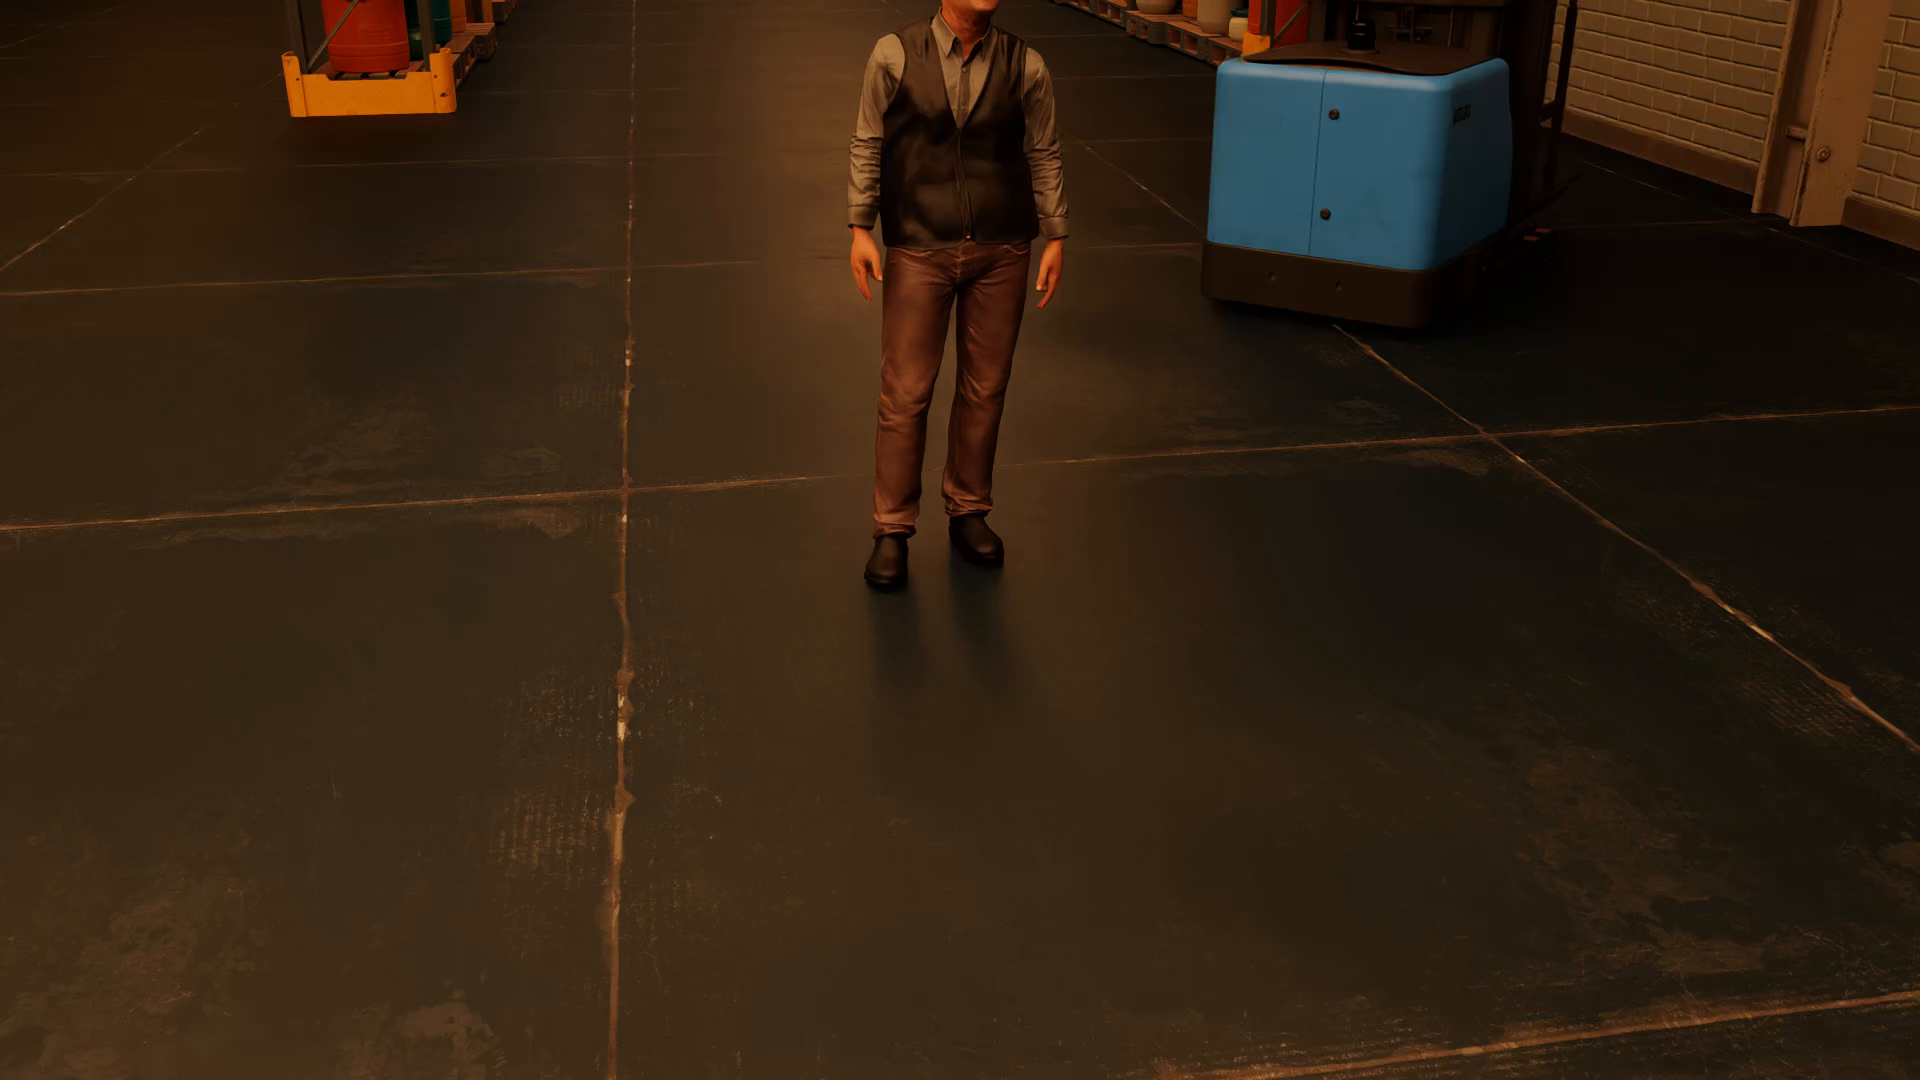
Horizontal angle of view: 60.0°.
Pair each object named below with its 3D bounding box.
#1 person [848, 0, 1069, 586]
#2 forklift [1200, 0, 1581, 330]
[{"bbox_3d":[0.003,-0.773,4.626,0.632,1.720,0.568,-4,24,-9],"label":"person"},{"bbox_3d":[2.303,-2.750,7.703,1.130,2.935,3.031,15,27,31],"label":"forklift"}]
